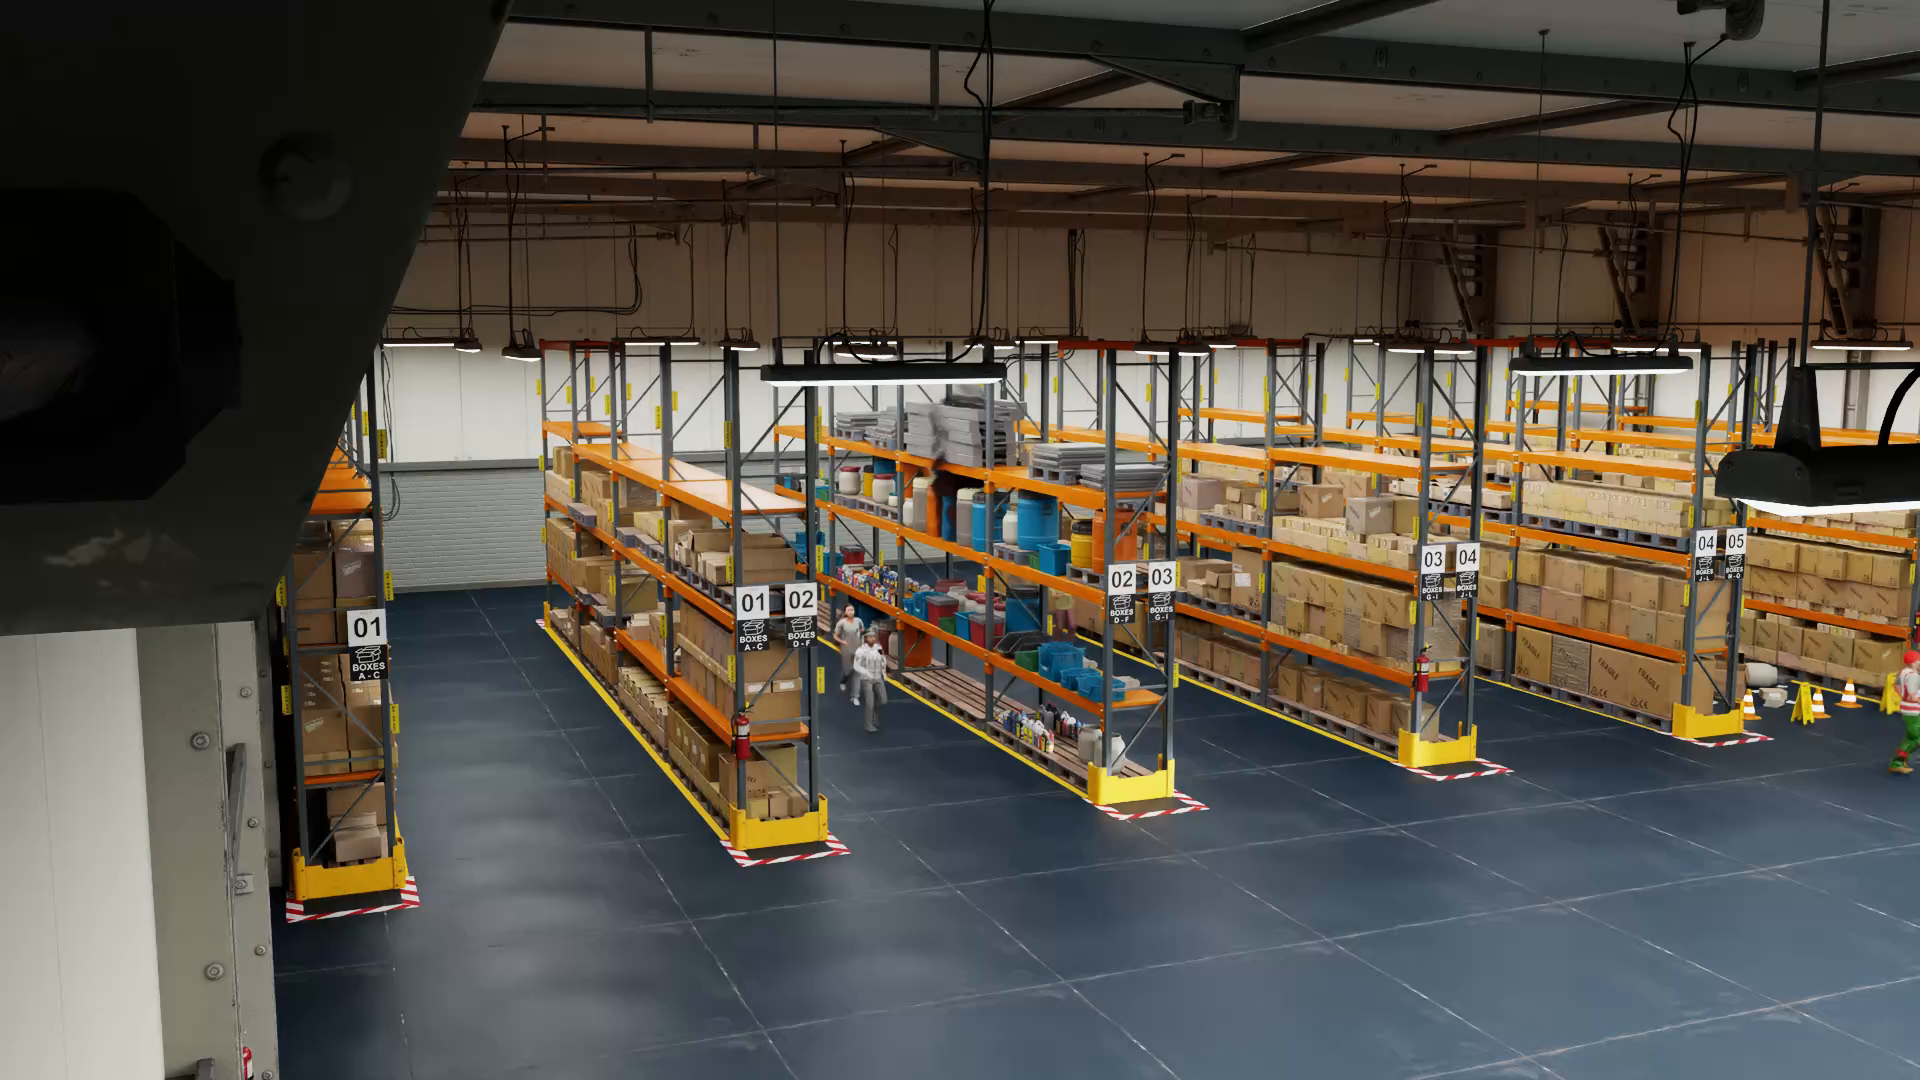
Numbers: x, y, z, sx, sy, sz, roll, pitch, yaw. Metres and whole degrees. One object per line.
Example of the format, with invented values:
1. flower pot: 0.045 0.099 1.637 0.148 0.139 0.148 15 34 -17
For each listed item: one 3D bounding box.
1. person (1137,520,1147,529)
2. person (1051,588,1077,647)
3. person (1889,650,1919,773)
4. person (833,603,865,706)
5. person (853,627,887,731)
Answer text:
1. person: 4.314 0.182 41.199 0.560 1.622 0.746 -3 8 -23
2. person: 1.985 1.355 31.932 0.559 1.713 0.698 -3 8 -21
3. person: 13.436 2.422 23.338 0.612 1.759 0.639 4 8 25
4. person: -1.843 1.886 27.953 0.580 1.669 0.937 -2 8 -18
5. person: -1.340 2.164 25.741 0.587 1.653 0.528 -4 8 -27
